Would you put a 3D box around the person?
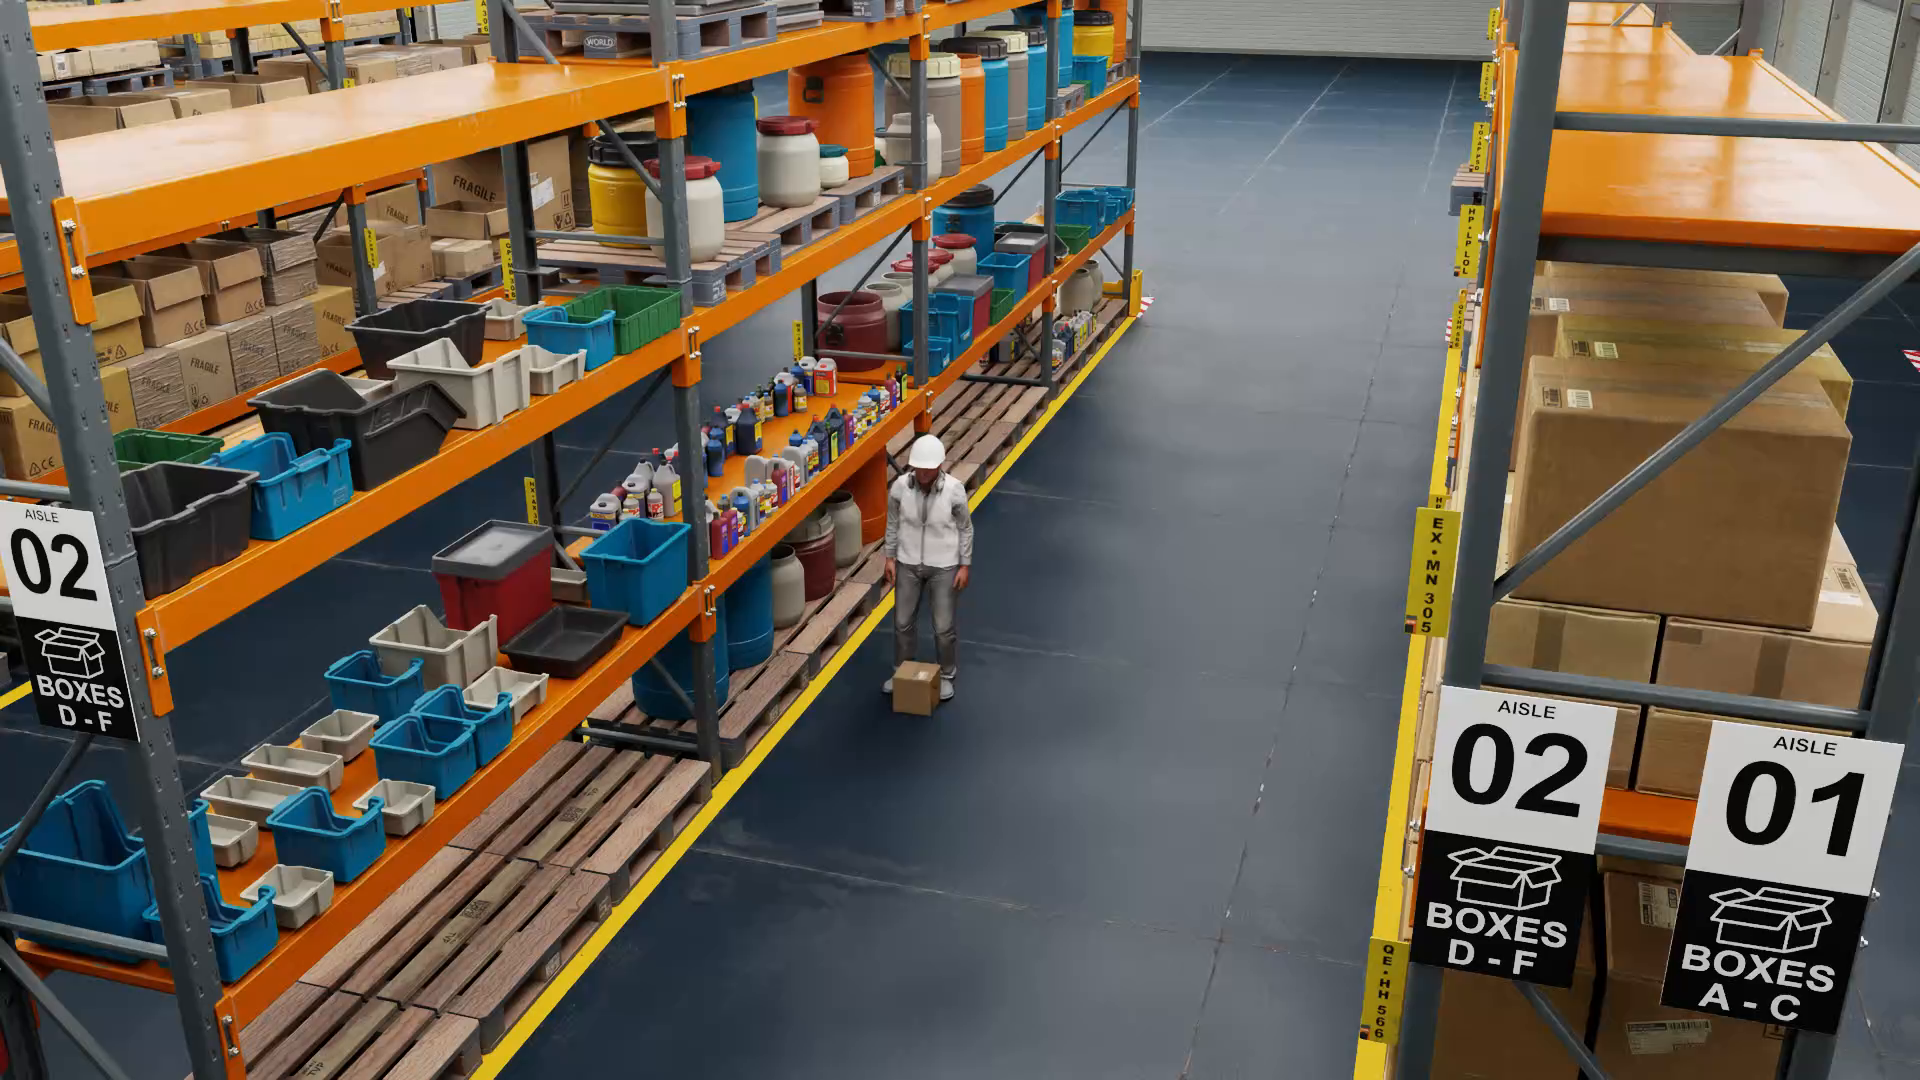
[{"bbox_3d":[-0.207,0.155,10.666,0.579,1.769,0.466,5,22,13],"label":"person"}]
